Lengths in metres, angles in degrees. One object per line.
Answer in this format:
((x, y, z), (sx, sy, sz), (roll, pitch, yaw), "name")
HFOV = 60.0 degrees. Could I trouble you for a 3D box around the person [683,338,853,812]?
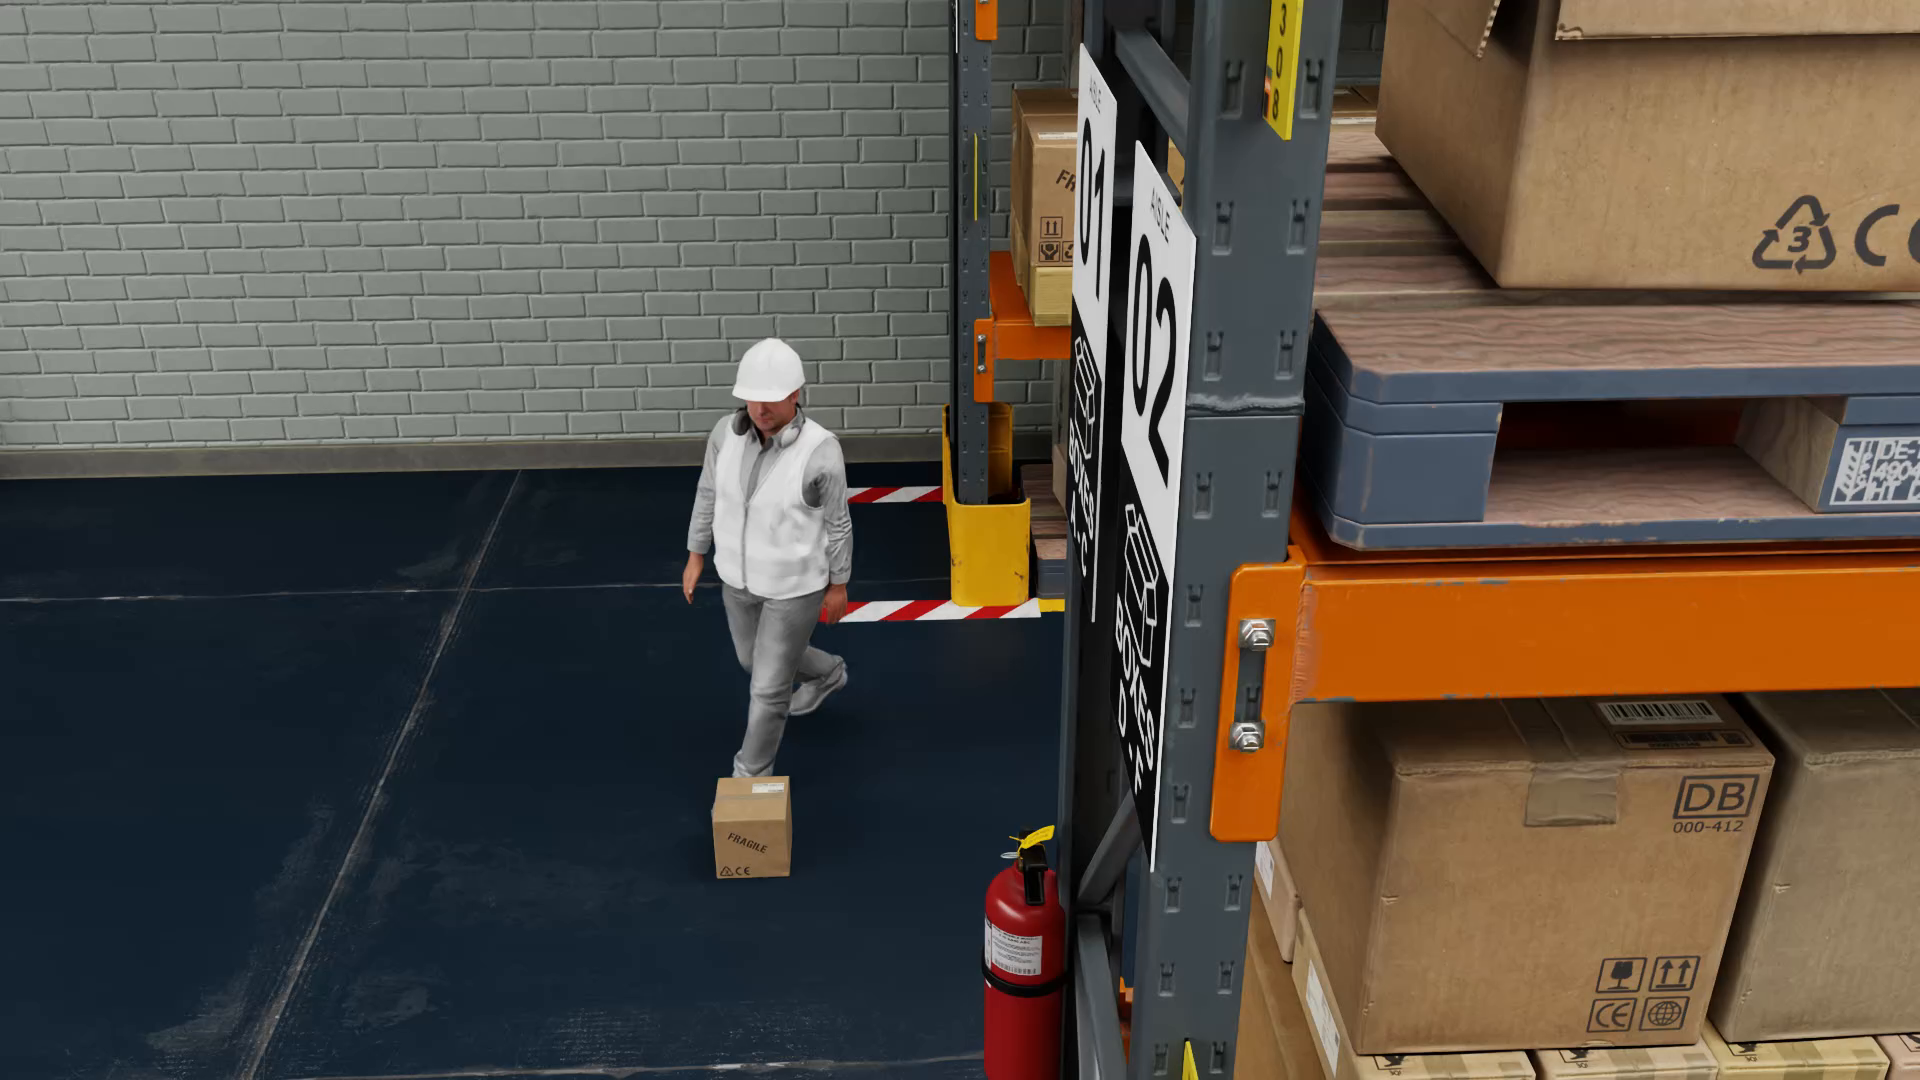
((-0.661, 0.095, 5.918), (0.613, 1.758, 0.871), (15, 31, 26), "person")
